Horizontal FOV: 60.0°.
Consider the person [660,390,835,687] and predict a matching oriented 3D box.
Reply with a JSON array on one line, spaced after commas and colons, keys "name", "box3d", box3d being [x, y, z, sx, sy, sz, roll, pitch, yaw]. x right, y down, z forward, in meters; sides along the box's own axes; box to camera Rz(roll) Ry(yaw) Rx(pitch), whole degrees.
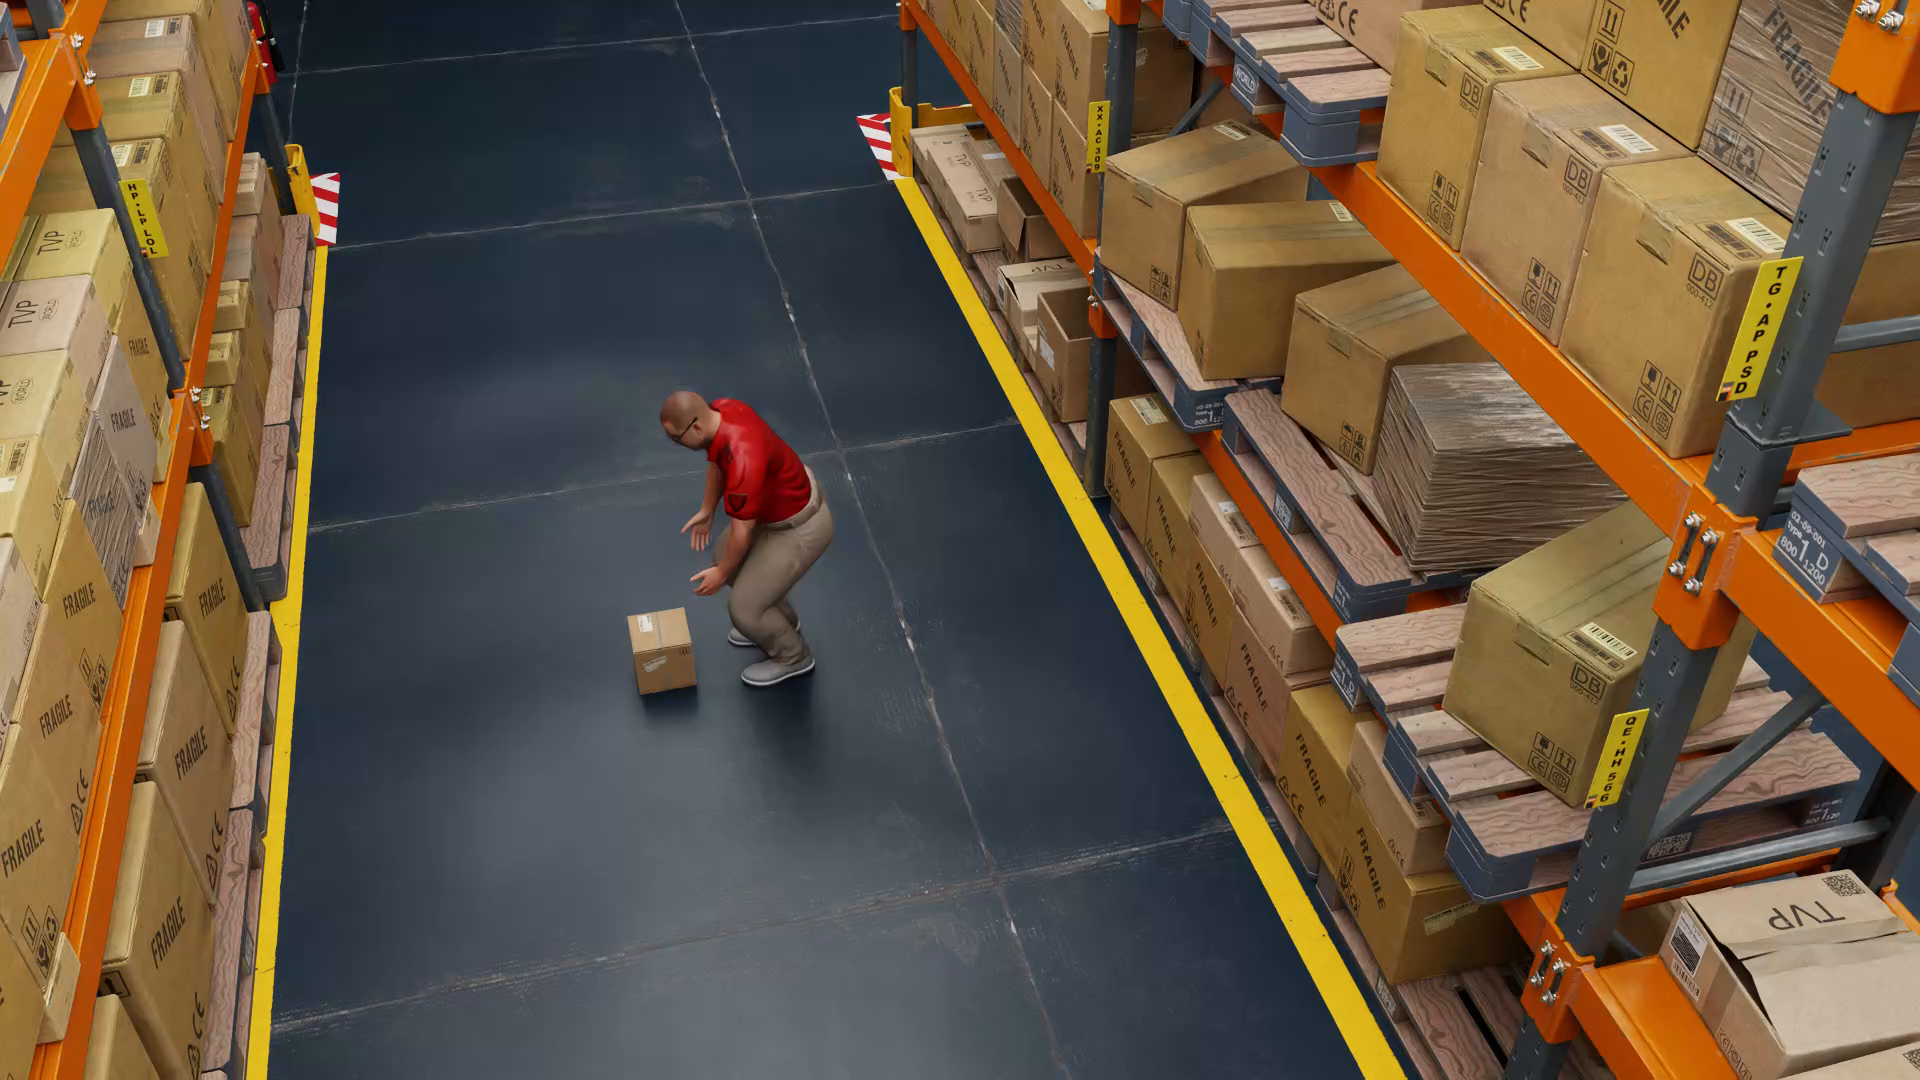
[{"name": "person", "box3d": [-0.859, -0.036, 6.996, 0.666, 1.466, 0.588, -9, 39, -12]}]
